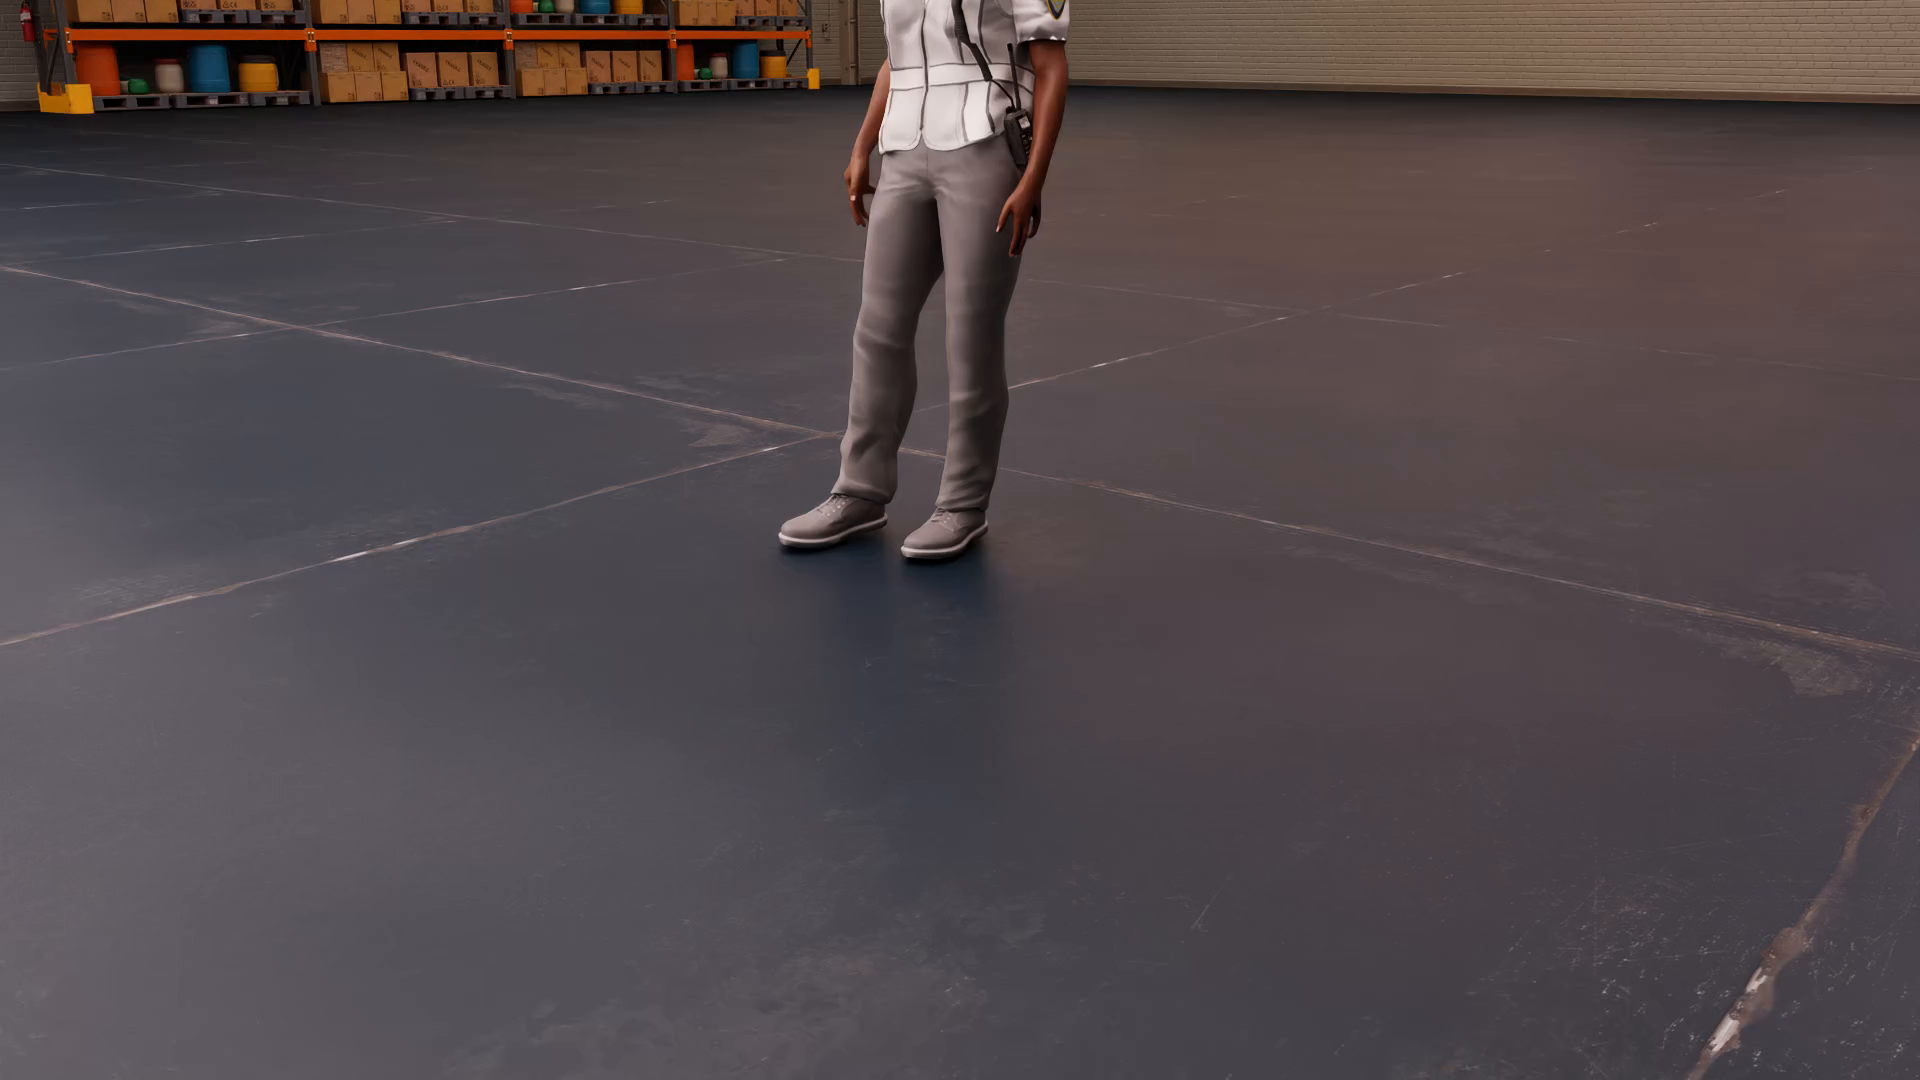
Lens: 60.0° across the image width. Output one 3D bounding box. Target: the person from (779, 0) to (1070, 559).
[{"bbox_3d":[-0.063,-0.805,3.650,0.569,1.695,0.528,13,21,37],"label":"person"}]
